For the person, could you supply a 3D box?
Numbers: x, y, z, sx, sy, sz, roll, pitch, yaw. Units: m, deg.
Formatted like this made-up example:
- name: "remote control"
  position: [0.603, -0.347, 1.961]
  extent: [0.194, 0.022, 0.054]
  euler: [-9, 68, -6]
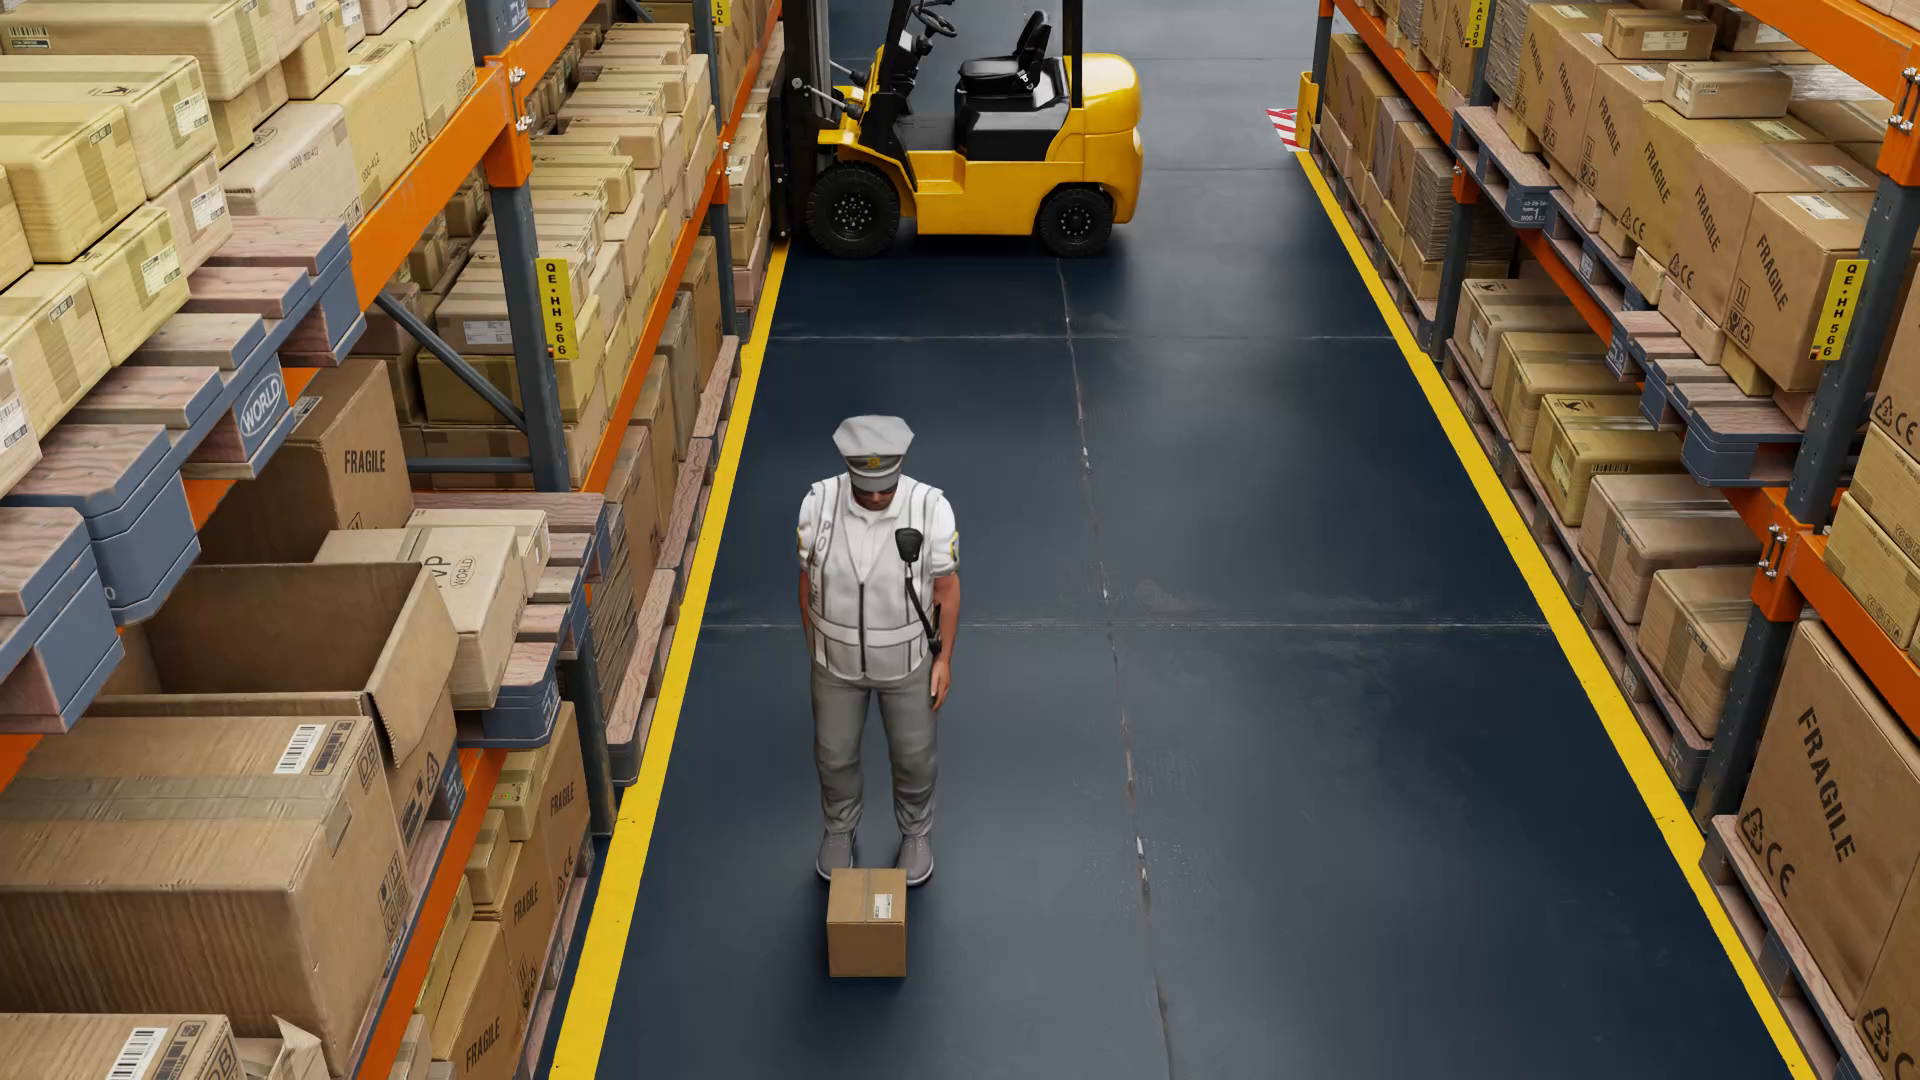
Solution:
- name: "person"
  position: [-0.297, 0.391, 5.507]
  extent: [0.416, 1.737, 0.334]
  euler: [3, 31, 4]
